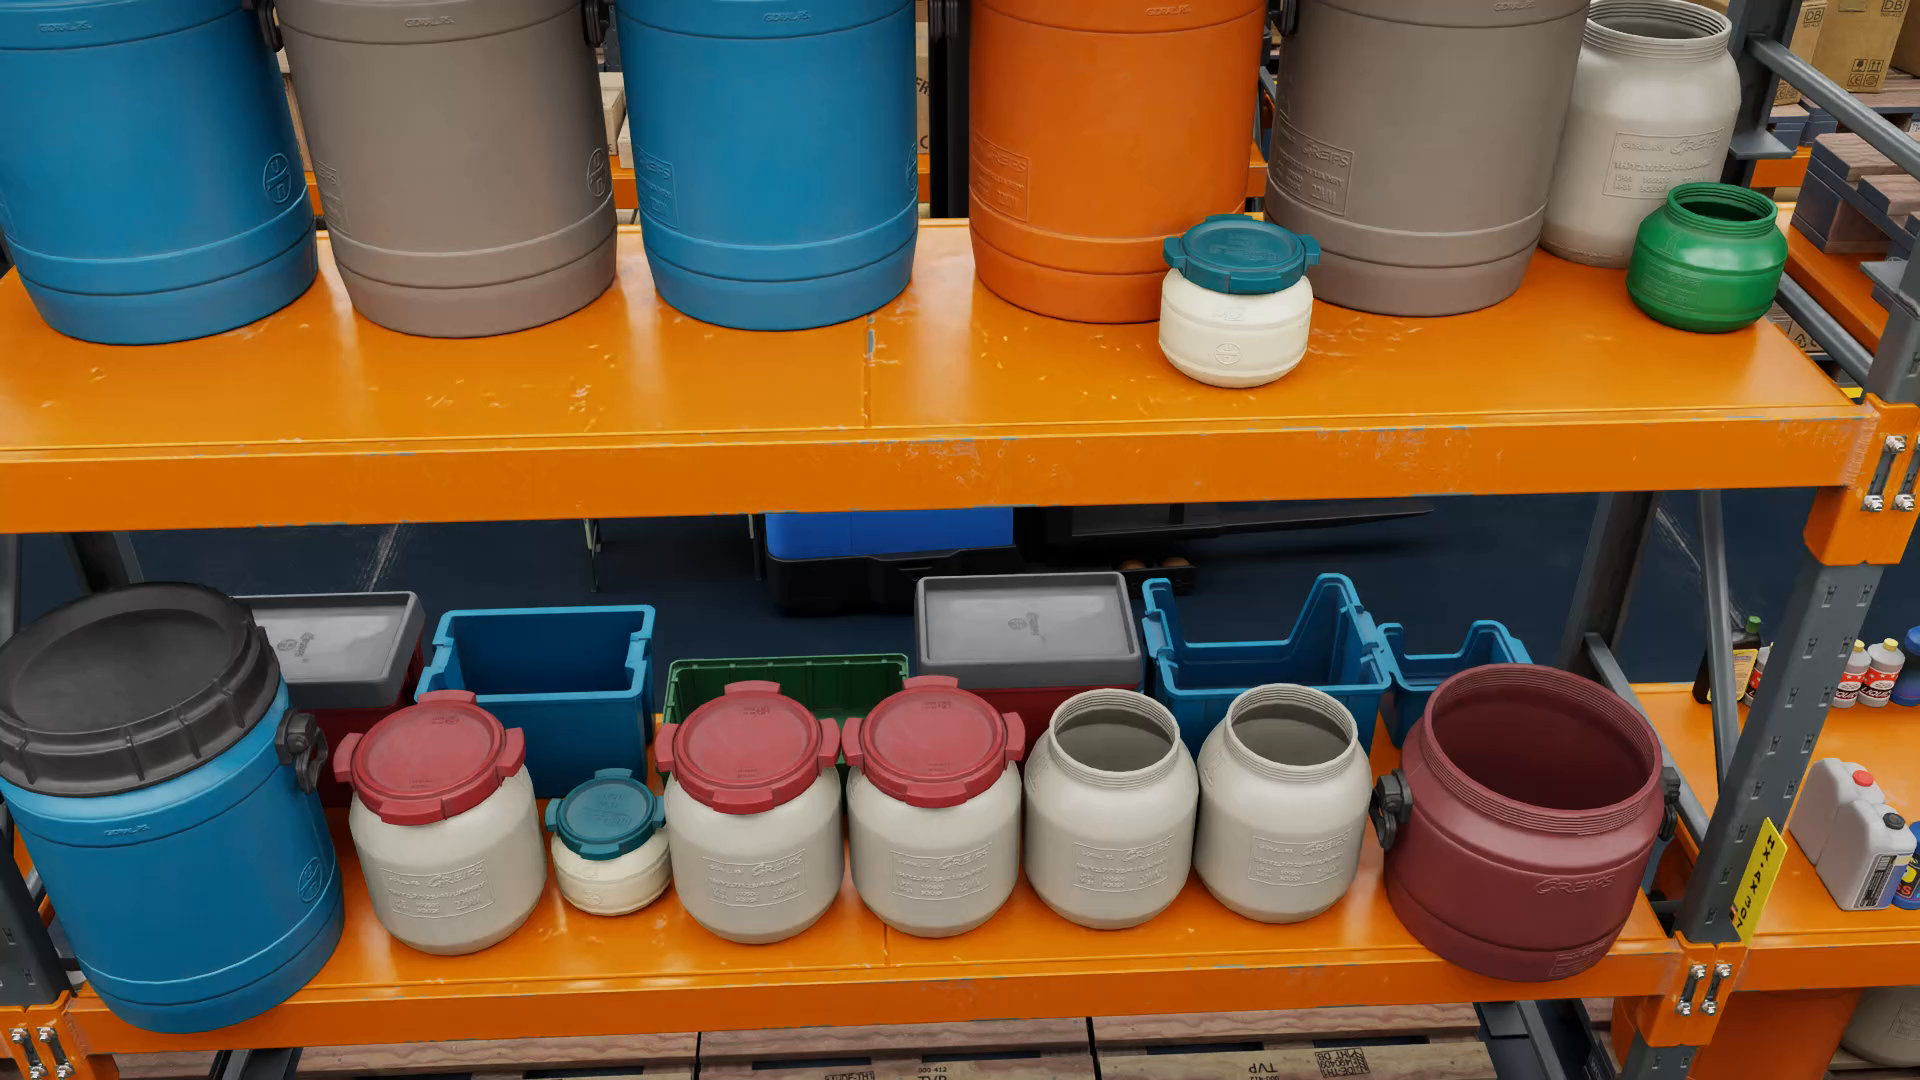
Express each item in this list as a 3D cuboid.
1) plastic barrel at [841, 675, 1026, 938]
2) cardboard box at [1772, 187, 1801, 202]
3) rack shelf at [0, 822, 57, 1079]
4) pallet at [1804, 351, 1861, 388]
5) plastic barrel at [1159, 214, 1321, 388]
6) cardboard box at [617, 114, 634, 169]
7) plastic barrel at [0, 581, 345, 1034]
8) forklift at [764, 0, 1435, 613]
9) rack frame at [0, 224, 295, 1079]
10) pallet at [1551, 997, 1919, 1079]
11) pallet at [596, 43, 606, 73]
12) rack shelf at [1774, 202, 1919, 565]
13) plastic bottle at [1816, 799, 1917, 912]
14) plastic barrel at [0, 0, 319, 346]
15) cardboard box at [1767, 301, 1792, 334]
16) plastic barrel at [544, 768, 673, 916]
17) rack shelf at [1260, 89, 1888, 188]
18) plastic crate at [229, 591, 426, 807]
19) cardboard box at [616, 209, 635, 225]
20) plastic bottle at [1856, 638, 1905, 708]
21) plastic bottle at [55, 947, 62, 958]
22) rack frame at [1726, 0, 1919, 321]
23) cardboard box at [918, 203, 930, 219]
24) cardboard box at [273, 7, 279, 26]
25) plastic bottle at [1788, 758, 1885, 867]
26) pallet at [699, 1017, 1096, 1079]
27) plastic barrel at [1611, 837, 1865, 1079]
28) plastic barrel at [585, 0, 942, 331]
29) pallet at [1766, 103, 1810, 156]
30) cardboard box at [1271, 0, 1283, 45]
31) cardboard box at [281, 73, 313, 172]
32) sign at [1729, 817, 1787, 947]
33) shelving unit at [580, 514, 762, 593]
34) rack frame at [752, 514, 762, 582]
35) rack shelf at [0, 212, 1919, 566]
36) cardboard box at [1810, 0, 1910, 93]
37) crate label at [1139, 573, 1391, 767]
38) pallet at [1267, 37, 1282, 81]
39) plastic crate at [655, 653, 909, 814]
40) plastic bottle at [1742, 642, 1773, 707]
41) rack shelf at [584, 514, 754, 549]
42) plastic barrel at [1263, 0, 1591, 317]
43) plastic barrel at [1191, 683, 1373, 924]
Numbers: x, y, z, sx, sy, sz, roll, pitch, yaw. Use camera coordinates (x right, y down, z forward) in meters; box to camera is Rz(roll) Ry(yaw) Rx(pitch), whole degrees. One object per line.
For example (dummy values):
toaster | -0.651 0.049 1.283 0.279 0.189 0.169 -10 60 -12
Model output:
plastic barrel | -0.062 0.664 4.035 0.433 0.535 0.433 0 35 0
cardboard box | 4.540 -1.637 9.289 0.500 0.500 0.500 -1 35 -2
rack shelf | -4.191 1.002 4.298 4.000 0.370 1.077 -2 35 -2
pallet | 4.756 -1.189 9.282 1.213 0.211 1.003 -2 35 -2
plastic barrel | 0.543 -0.465 3.272 0.301 0.262 0.301 0 35 0
cardboard box | -1.529 -1.968 8.178 0.250 0.149 0.380 -2 35 -2
plastic barrel | -1.793 0.608 3.795 0.708 0.901 0.600 -2 35 -2
forklift | 0.618 -1.246 6.975 3.031 2.935 1.130 -4 35 -5
rack frame | -2.193 0.652 4.171 0.127 3.000 1.000 -2 35 -2
pallet | 2.588 1.646 5.186 1.213 0.211 1.003 -2 35 -2
pallet | -3.332 -3.794 13.047 1.213 0.211 1.003 -2 35 -2
rack shelf | 3.800 -0.447 3.756 4.000 0.370 1.077 -2 35 -2
plastic bottle | 2.250 0.768 4.114 0.135 0.276 0.152 -2 35 -2
plastic barrel | -1.696 -0.924 3.373 0.708 0.901 0.600 -2 35 -2
cardboard box | 4.092 -1.334 8.852 0.500 0.500 0.500 -1 35 -2
plastic barrel | -0.864 0.761 4.136 0.301 0.262 0.301 0 35 0
rack shelf | 3.569 -2.029 8.678 4.000 0.370 1.077 -2 35 -2
plastic crate | -1.724 0.439 4.423 0.583 0.464 0.402 -2 35 -2
cardboard box | -2.033 -1.610 8.995 0.500 0.311 0.500 -2 35 -2
plastic bottle | 2.630 0.371 4.752 0.097 0.201 0.097 0 35 0
plastic bottle | -2.854 1.375 5.134 0.135 0.276 0.152 0 35 0
rack frame | 1.802 -1.922 2.620 0.127 3.000 1.000 -2 35 -2
cardboard box | 0.000 -1.665 9.075 0.500 0.311 0.500 -2 35 -4
cardboard box | -3.372 -2.708 7.799 0.500 0.500 0.700 -2 35 -2
plastic bottle | 2.242 0.681 4.239 0.135 0.276 0.152 -2 35 -2
pallet | -0.189 1.721 5.077 1.213 0.211 1.003 -2 35 -2
plastic barrel | 2.290 1.241 4.858 0.708 0.830 0.600 -2 35 -2
plastic barrel | -0.389 -0.959 3.424 0.708 0.901 0.600 -2 35 -2
pallet | 3.514 -2.247 8.530 1.213 0.211 1.003 -2 35 -2
cardboard box | 2.074 -4.321 12.878 0.750 0.750 0.750 -2 35 -3
cardboard box | -3.394 -2.171 8.163 0.500 0.500 0.700 -2 35 -3
sign | 1.835 0.790 3.829 0.005 0.325 0.100 -2 35 -2
shelving unit | -1.290 -0.519 7.182 0.755 1.500 0.431 -4 35 -5
rack frame | -0.927 -0.543 7.217 0.023 1.500 0.400 -4 35 -5
rack shelf | -0.196 -0.339 3.600 4.000 0.370 1.077 -2 35 -2
cardboard box | 4.399 -2.652 8.490 0.500 0.500 0.700 4 35 5
crate label | 0.797 0.403 4.501 0.616 0.435 0.502 -2 35 -2
pallet | 2.124 -3.919 13.227 1.213 0.211 1.003 -2 35 -2
plastic crate | -0.467 0.532 4.531 0.662 0.188 0.450 -2 35 -2
plastic bottle | 2.302 0.380 4.739 0.097 0.201 0.097 0 35 0
rack shelf | -1.290 -0.251 7.368 0.720 0.370 0.431 -4 35 -5
plastic barrel | 0.971 -0.996 3.477 0.600 0.901 0.600 0 35 0
plastic barrel | 0.785 0.648 4.080 0.421 0.512 0.421 0 35 0
